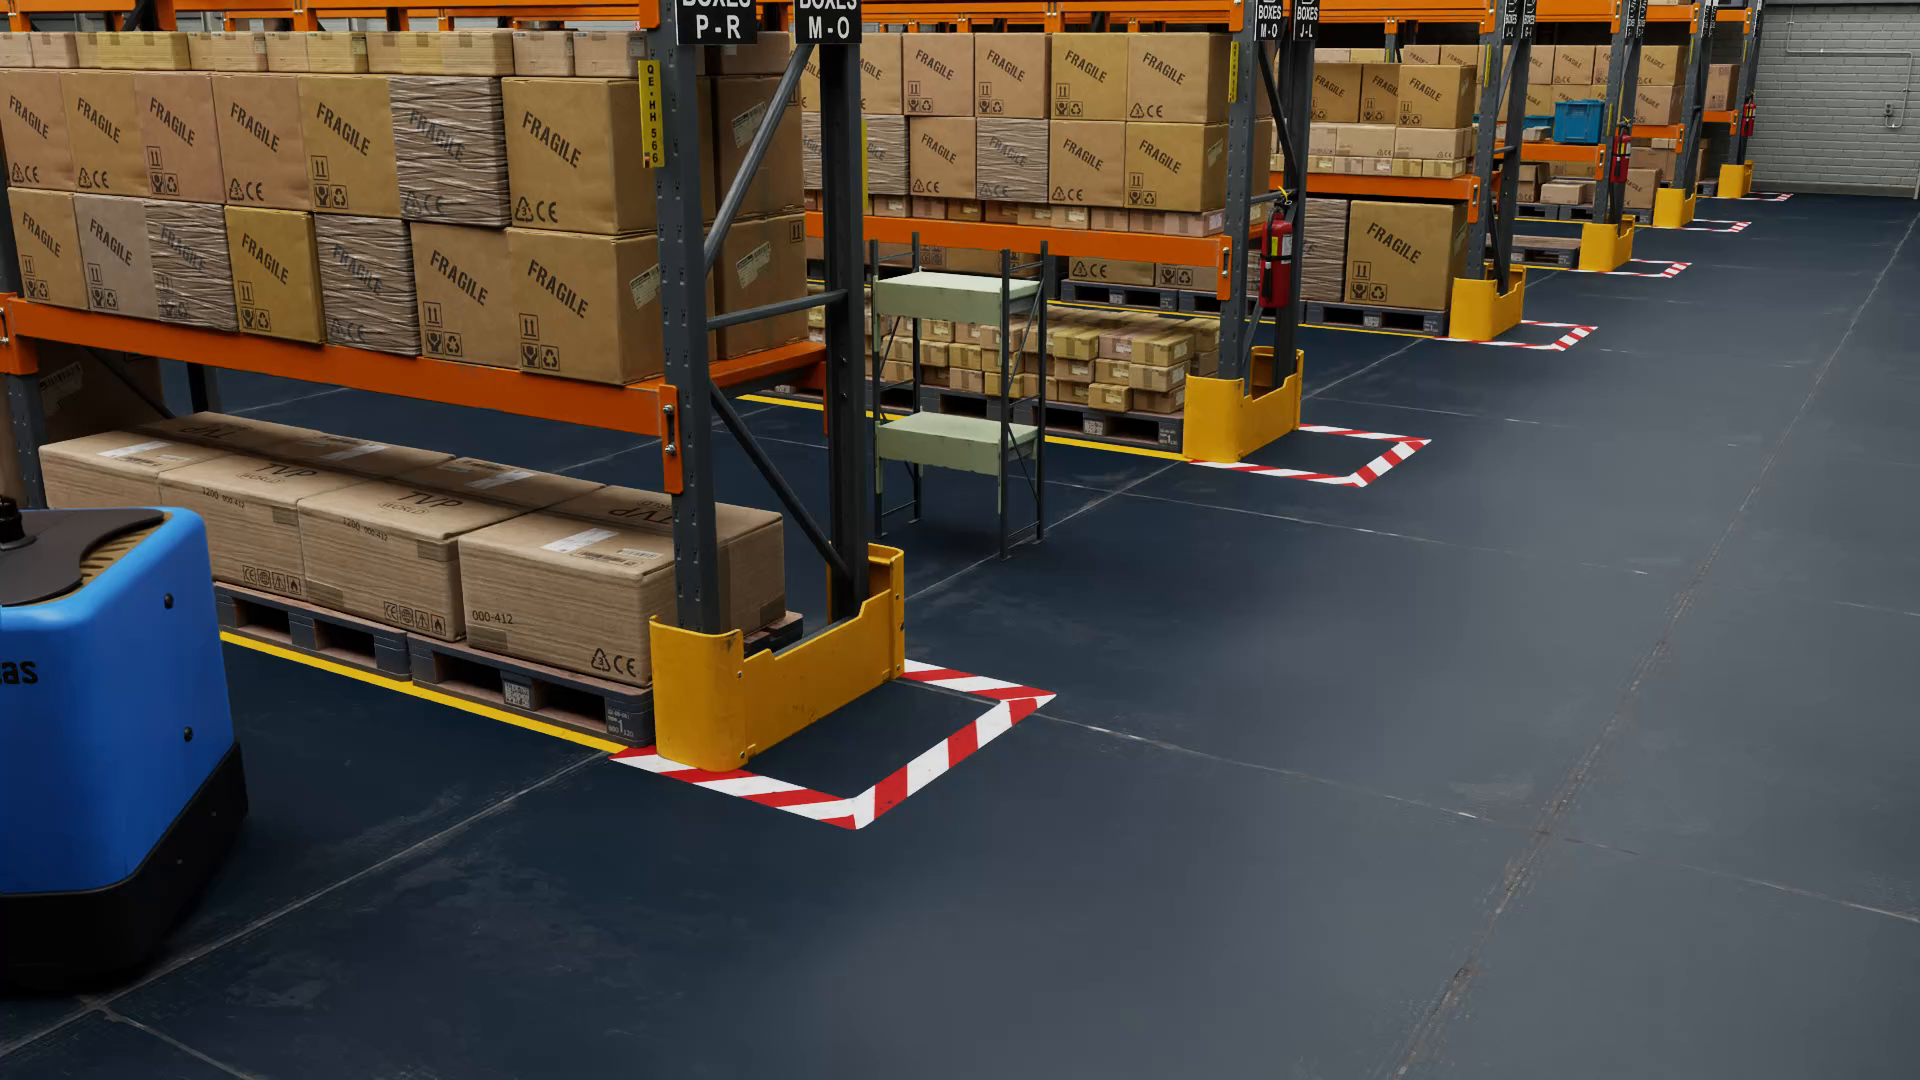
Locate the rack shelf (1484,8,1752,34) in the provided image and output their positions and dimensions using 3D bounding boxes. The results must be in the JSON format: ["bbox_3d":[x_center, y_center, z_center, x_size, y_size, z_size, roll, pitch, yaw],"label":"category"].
[{"bbox_3d":[10.590,-8.329,26.718,4.000,0.370,1.077,10,20,30],"label":"rack shelf"}]

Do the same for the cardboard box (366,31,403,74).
[{"bbox_3d":[-1.951,-1.798,6.131,0.250,0.149,0.380,10,20,30],"label":"cardboard box"}]

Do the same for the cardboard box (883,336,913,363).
[{"bbox_3d":[-0.310,-1.306,11.191,0.250,0.149,0.380,10,20,30],"label":"cardboard box"}]

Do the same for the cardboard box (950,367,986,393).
[{"bbox_3d":[0.136,-1.086,10.977,0.250,0.149,0.380,11,20,31],"label":"cardboard box"}]

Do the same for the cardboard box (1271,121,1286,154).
[{"bbox_3d":[2.654,-3.565,14.704,0.500,0.250,0.500,10,20,30],"label":"cardboard box"}]

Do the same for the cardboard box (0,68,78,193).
[{"bbox_3d":[-3.798,-1.802,7.259,0.500,0.500,0.500,10,20,30],"label":"cardboard box"}]

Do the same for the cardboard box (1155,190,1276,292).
[{"bbox_3d":[2.397,-2.789,15.337,0.875,0.875,0.875,10,20,30],"label":"cardboard box"}]

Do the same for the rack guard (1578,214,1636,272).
[{"bbox_3d":[7.137,-3.284,18.332,0.348,0.500,1.175,10,20,30],"label":"rack guard"}]

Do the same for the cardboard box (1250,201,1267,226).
[{"bbox_3d":[1.731,-2.051,10.405,0.250,0.149,0.380,10,20,30],"label":"cardboard box"}]

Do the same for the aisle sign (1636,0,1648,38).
[{"bbox_3d":[7.327,-5.787,17.799,0.004,0.787,0.394,10,20,30],"label":"aisle sign"}]

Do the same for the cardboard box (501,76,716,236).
[{"bbox_3d":[-1.204,-1.340,5.740,0.500,0.500,0.500,11,20,32],"label":"cardboard box"}]

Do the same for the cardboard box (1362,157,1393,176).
[{"bbox_3d":[3.605,-3.184,14.135,0.250,0.149,0.380,10,20,30],"label":"cardboard box"}]

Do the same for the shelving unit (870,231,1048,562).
[{"bbox_3d":[-0.006,-0.719,8.167,0.755,1.500,0.431,10,20,30],"label":"shelving unit"}]

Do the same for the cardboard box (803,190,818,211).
[{"bbox_3d":[-0.989,-2.356,11.410,0.250,0.149,0.380,9,19,28],"label":"cardboard box"}]

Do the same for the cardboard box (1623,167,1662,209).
[{"bbox_3d":[9.113,-4.743,22.378,0.500,0.500,0.500,10,20,30],"label":"cardboard box"}]

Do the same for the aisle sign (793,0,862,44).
[{"bbox_3d":[-0.456,-2.104,5.675,0.004,0.787,0.394,10,20,30],"label":"aisle sign"}]

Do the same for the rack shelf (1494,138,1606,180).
[{"bbox_3d":[5.405,-4.441,19.077,4.000,0.370,1.077,10,20,30],"label":"rack shelf"}]

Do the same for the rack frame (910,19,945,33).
[{"bbox_3d":[-0.520,-7.532,28.016,0.127,3.000,1.000,10,20,30],"label":"rack frame"}]

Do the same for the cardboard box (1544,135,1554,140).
[{"bbox_3d":[9.666,-6.621,27.481,0.250,0.149,0.380,11,20,32],"label":"cardboard box"}]

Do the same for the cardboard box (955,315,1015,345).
[{"bbox_3d":[0.169,-1.390,10.956,0.250,0.149,0.380,9,19,28],"label":"cardboard box"}]

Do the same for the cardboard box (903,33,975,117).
[{"bbox_3d":[-0.016,-2.951,10.531,0.500,0.500,0.500,9,19,28],"label":"cardboard box"}]

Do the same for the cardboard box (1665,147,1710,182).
[{"bbox_3d":[11.646,-6.021,26.619,0.500,0.500,0.700,10,20,30],"label":"cardboard box"}]

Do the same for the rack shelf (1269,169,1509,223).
[{"bbox_3d":[2.813,-3.214,15.038,4.000,0.370,1.077,10,20,30],"label":"rack shelf"}]

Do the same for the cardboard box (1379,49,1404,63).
[{"bbox_3d":[7.489,-8.267,28.426,0.500,0.250,0.500,11,20,31],"label":"cardboard box"}]

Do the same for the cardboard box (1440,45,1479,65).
[{"bbox_3d":[6.991,-6.622,23.127,0.500,0.500,0.500,9,19,28],"label":"cardboard box"}]

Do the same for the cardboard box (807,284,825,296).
[{"bbox_3d":[-1.133,-1.781,12.243,0.250,0.149,0.380,11,20,32],"label":"cardboard box"}]

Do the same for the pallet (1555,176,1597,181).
[{"bbox_3d":[10.537,-5.888,27.402,1.213,0.211,1.003,10,20,30],"label":"pallet"}]

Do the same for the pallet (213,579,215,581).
[{"bbox_3d":[-3.470,0.061,7.816,1.213,0.211,1.003,10,20,30],"label":"pallet"}]

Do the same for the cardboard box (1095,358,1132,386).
[{"bbox_3d":[1.042,-1.083,10.455,0.250,0.149,0.380,10,19,29],"label":"cardboard box"}]

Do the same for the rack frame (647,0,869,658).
[{"bbox_3d":[-0.669,-0.799,5.852,0.127,3.000,1.000,10,20,30],"label":"rack frame"}]

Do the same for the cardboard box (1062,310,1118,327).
[{"bbox_3d":[0.867,-1.426,11.072,0.250,0.149,0.380,9,19,27],"label":"cardboard box"}]

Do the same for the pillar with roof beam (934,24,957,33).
[{"bbox_3d":[-2.543,-11.280,30.033,0.400,9.000,9.100,10,20,30],"label":"pillar with roof beam"}]

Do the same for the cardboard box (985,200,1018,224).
[{"bbox_3d":[0.358,-2.118,10.625,0.250,0.149,0.380,9,19,28],"label":"cardboard box"}]

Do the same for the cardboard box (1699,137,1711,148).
[{"bbox_3d":[11.857,-6.362,26.625,0.250,0.149,0.380,10,20,30],"label":"cardboard box"}]

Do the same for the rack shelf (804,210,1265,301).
[{"bbox_3d":[0.132,-2.001,11.045,4.000,0.370,1.077,10,20,30],"label":"rack shelf"}]

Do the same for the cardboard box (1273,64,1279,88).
[{"bbox_3d":[4.759,-6.817,24.769,0.500,0.500,0.700,5,18,16],"label":"cardboard box"}]

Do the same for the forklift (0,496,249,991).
[{"bbox_3d":[-3.727,-0.302,4.332,3.031,2.935,1.130,-2,17,-5],"label":"forklift"}]

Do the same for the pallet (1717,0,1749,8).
[{"bbox_3d":[11.657,-8.437,25.988,1.213,0.211,1.003,10,20,30],"label":"pallet"}]

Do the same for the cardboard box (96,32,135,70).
[{"bbox_3d":[-3.298,-2.016,6.848,0.250,0.149,0.380,10,20,30],"label":"cardboard box"}]

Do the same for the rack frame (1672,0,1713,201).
[{"bbox_3d":[9.705,-5.707,22.007,0.127,3.000,1.000,10,20,30],"label":"rack frame"}]

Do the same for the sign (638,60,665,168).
[{"bbox_3d":[-0.965,-1.335,5.214,0.005,0.325,0.100,10,20,30],"label":"sign"}]

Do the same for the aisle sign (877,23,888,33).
[{"bbox_3d":[-1.558,-10.548,33.474,0.004,0.787,0.394,10,20,30],"label":"aisle sign"}]

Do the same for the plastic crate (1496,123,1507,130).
[{"bbox_3d":[6.264,-4.675,18.960,0.298,0.136,0.250,10,20,30],"label":"plastic crate"}]

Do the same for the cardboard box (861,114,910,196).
[{"bbox_3d":[-0.447,-2.543,10.907,0.500,0.500,0.500,10,19,29],"label":"cardboard box"}]

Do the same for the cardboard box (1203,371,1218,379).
[{"bbox_3d":[1.557,-1.037,10.815,0.250,0.149,0.380,11,20,31],"label":"cardboard box"}]

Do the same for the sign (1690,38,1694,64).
[{"bbox_3d":[9.398,-6.278,21.351,0.005,0.325,0.100,10,20,30],"label":"sign"}]

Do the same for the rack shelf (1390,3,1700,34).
[{"bbox_3d":[8.001,-7.102,22.677,4.000,0.370,1.077,10,20,30],"label":"rack shelf"}]

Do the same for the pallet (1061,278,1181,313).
[{"bbox_3d":[1.716,-2.393,15.896,1.213,0.211,1.003,10,20,30],"label":"pallet"}]

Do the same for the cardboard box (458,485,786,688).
[{"bbox_3d":[-1.283,0.150,6.412,0.875,0.438,0.875,9,19,28],"label":"cardboard box"}]

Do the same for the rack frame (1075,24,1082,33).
[{"bbox_3d":[2.069,-8.759,32.057,0.127,3.000,1.000,10,20,30],"label":"rack frame"}]

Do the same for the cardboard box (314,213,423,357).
[{"bbox_3d":[-2.081,-1.011,6.377,0.500,0.500,0.500,11,20,32],"label":"cardboard box"}]

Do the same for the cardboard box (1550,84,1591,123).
[{"bbox_3d":[8.315,-5.911,22.506,0.500,0.500,0.500,10,20,30],"label":"cardboard box"}]
